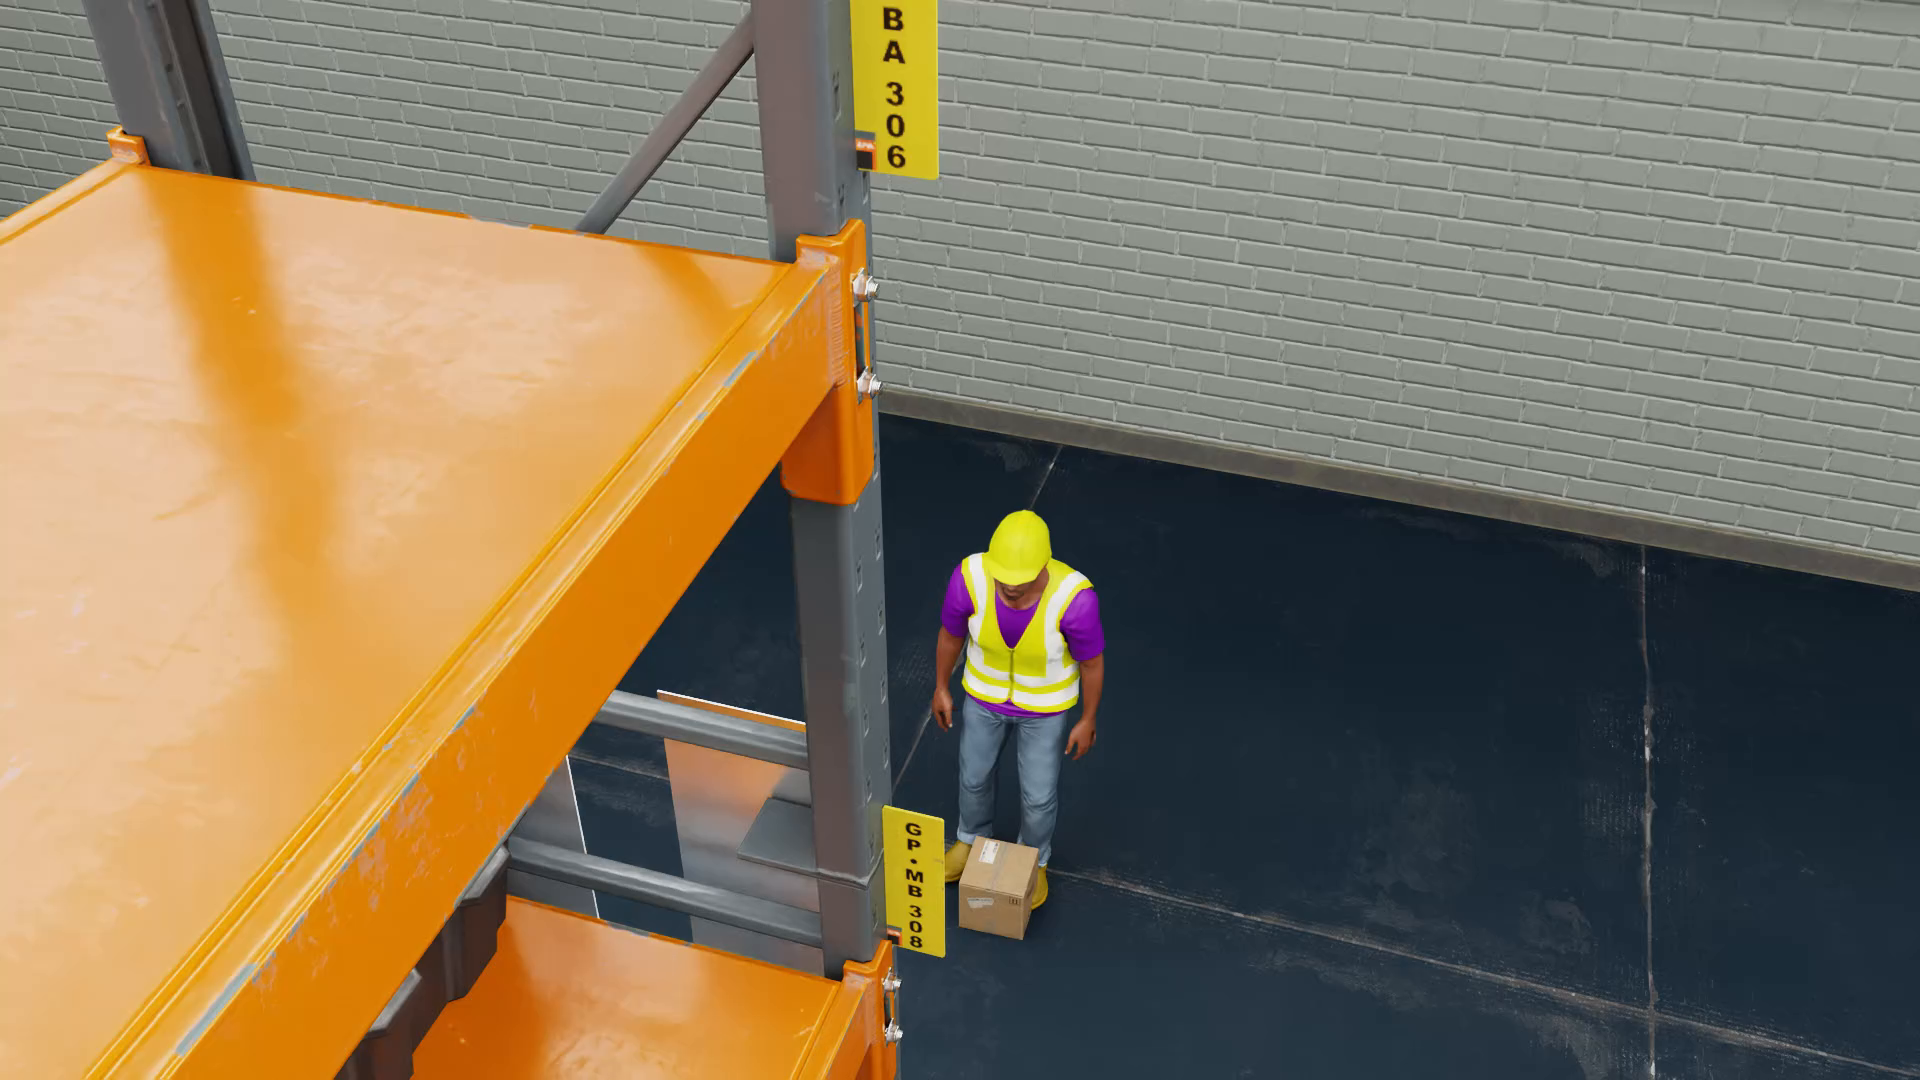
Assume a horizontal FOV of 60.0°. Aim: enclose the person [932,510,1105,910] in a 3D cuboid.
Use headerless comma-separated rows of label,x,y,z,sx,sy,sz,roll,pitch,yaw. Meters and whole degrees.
person,0.203,0.596,6.083,0.626,1.758,0.457,11,38,14
